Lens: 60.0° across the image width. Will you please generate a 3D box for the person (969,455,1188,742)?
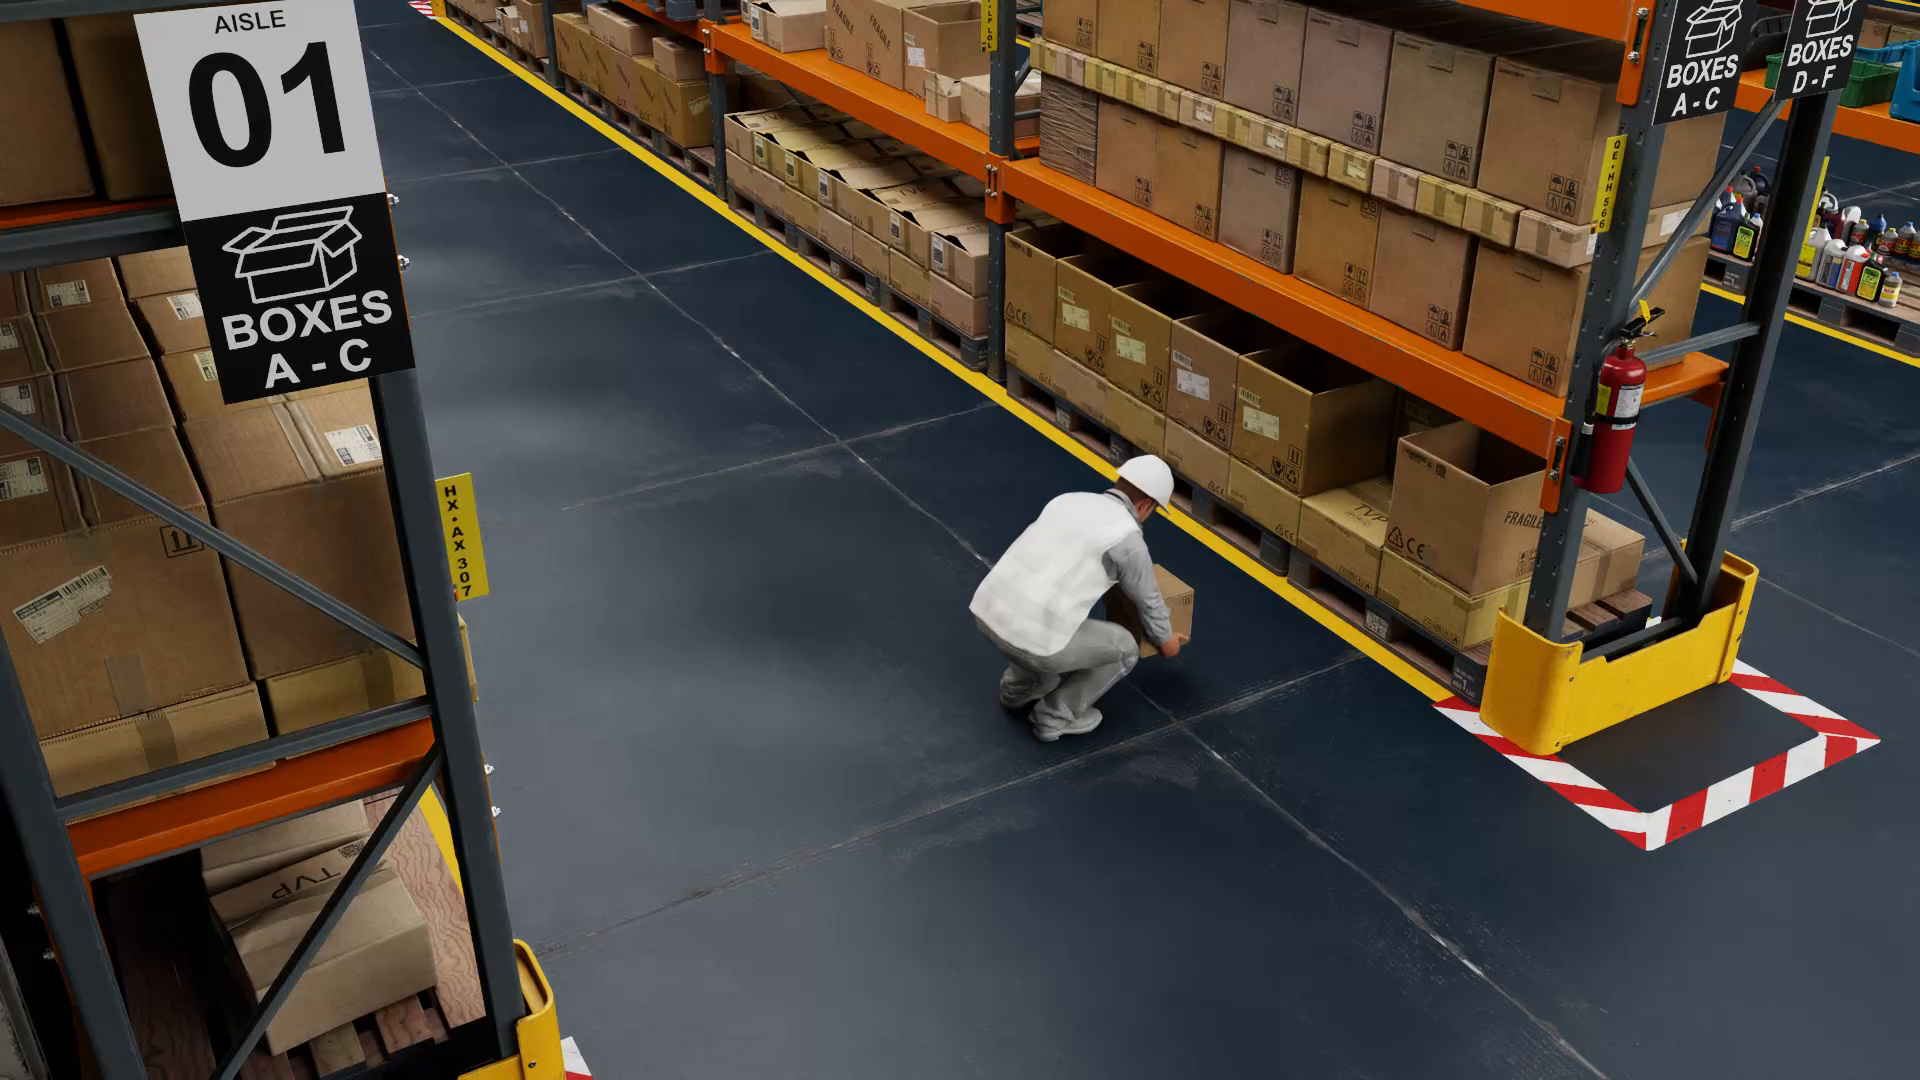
[{"bbox_3d":[0.469,0.218,6.511,0.889,1.006,0.514,-17,33,-27],"label":"person"}]
